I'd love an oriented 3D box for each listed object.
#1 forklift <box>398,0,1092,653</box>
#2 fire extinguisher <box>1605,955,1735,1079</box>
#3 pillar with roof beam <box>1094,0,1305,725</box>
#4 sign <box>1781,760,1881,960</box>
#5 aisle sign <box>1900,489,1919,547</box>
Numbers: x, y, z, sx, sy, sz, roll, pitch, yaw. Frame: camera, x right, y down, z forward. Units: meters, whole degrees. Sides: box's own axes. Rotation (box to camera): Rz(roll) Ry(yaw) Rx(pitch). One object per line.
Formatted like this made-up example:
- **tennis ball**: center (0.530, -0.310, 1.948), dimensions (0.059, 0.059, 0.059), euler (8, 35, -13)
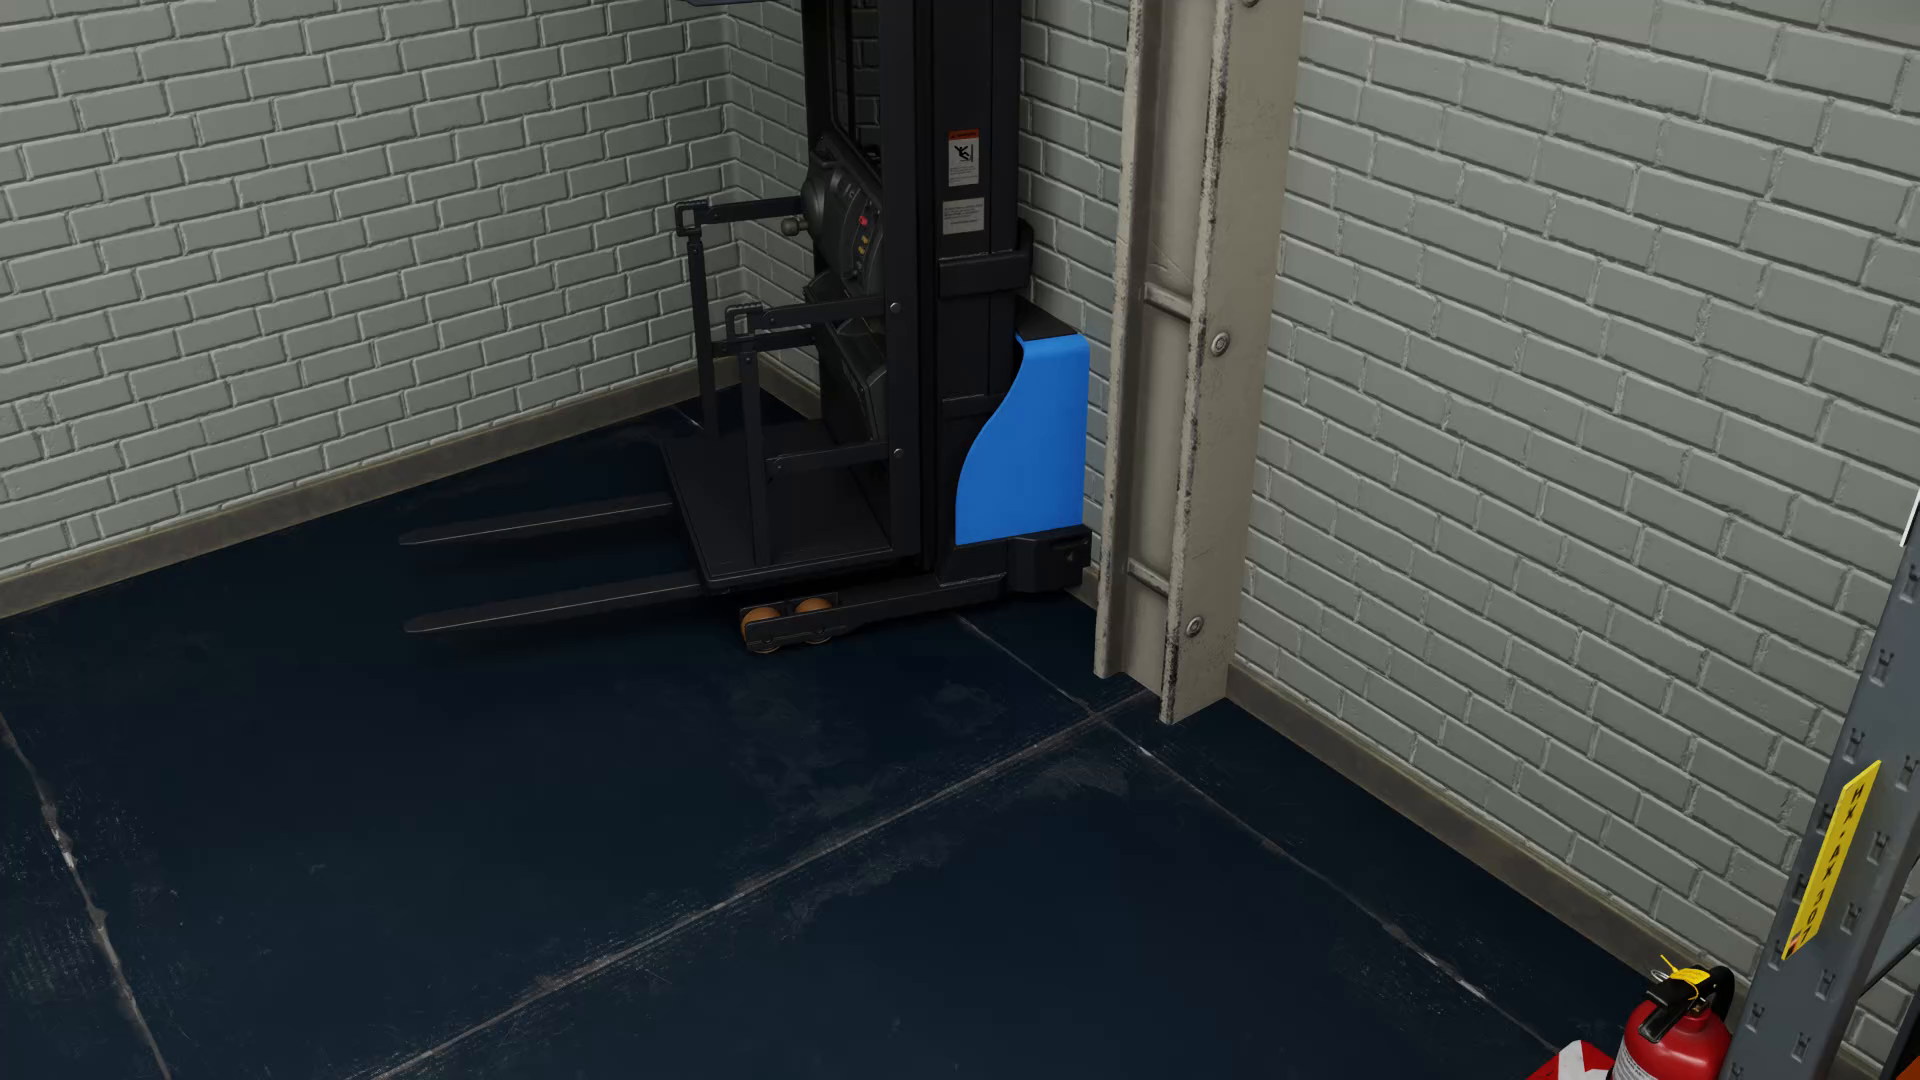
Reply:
- **forklift**: center (-0.600, -1.144, 5.814), dimensions (3.031, 2.935, 1.130), euler (-10, 33, -15)
- **fire extinguisher**: center (1.205, 0.927, 2.840), dimensions (0.296, 0.674, 0.183), euler (-22, 38, -31)
- **pillar with roof beam**: center (-2.681, -1.923, 1.317), dimensions (9.100, 9.000, 0.400), euler (-22, 38, -31)
- **sign**: center (1.232, 0.456, 2.352), dimensions (0.100, 0.325, 0.005), euler (-22, 38, -31)
- **aisle sign**: center (1.387, -0.390, 2.071), dimensions (0.394, 0.787, 0.004), euler (-22, 38, -31)
